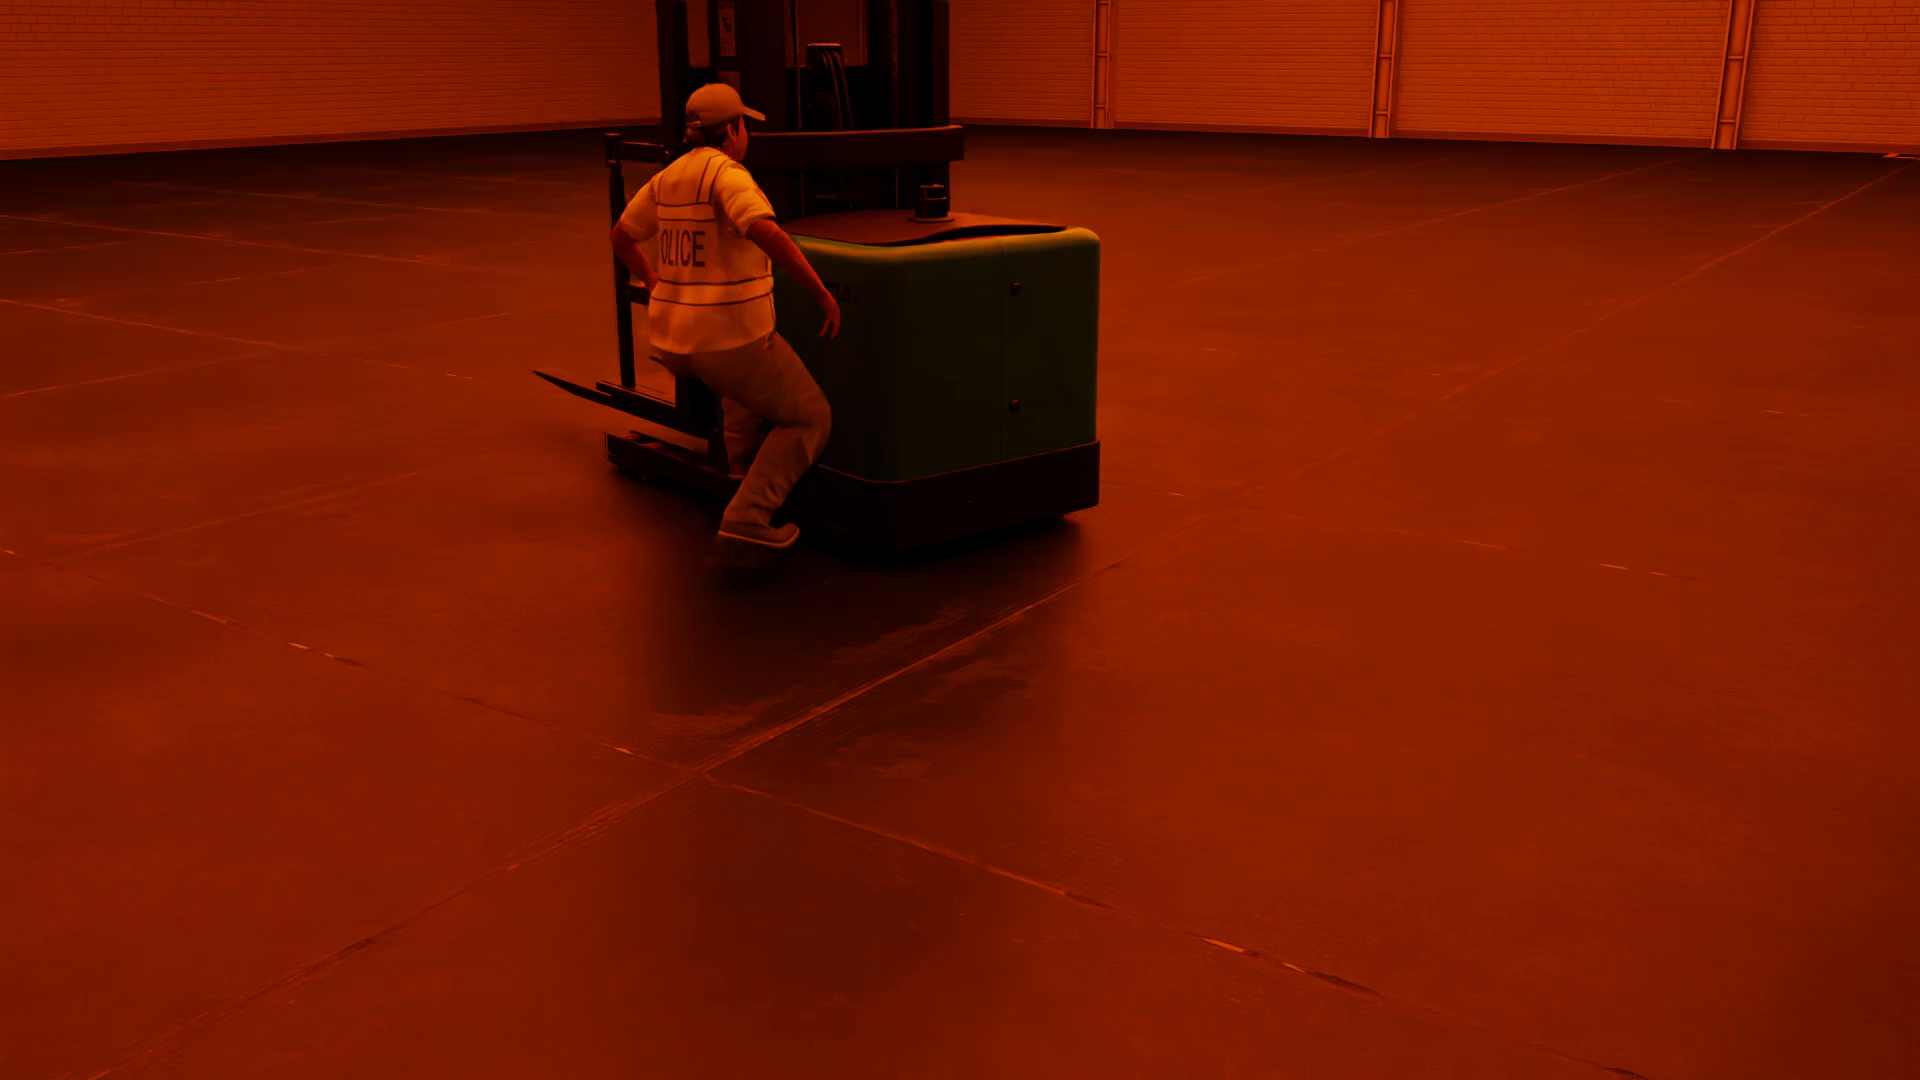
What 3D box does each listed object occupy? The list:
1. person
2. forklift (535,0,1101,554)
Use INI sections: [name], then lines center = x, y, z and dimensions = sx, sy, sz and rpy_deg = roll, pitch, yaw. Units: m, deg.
[person]
center = -0.700, -0.733, 5.530
dimensions = 0.676, 1.519, 0.890
rpy_deg = -15, 23, -42
[forklift]
center = -0.801, -1.715, 6.568
dimensions = 1.130, 2.935, 3.031
rpy_deg = -13, 21, -37
